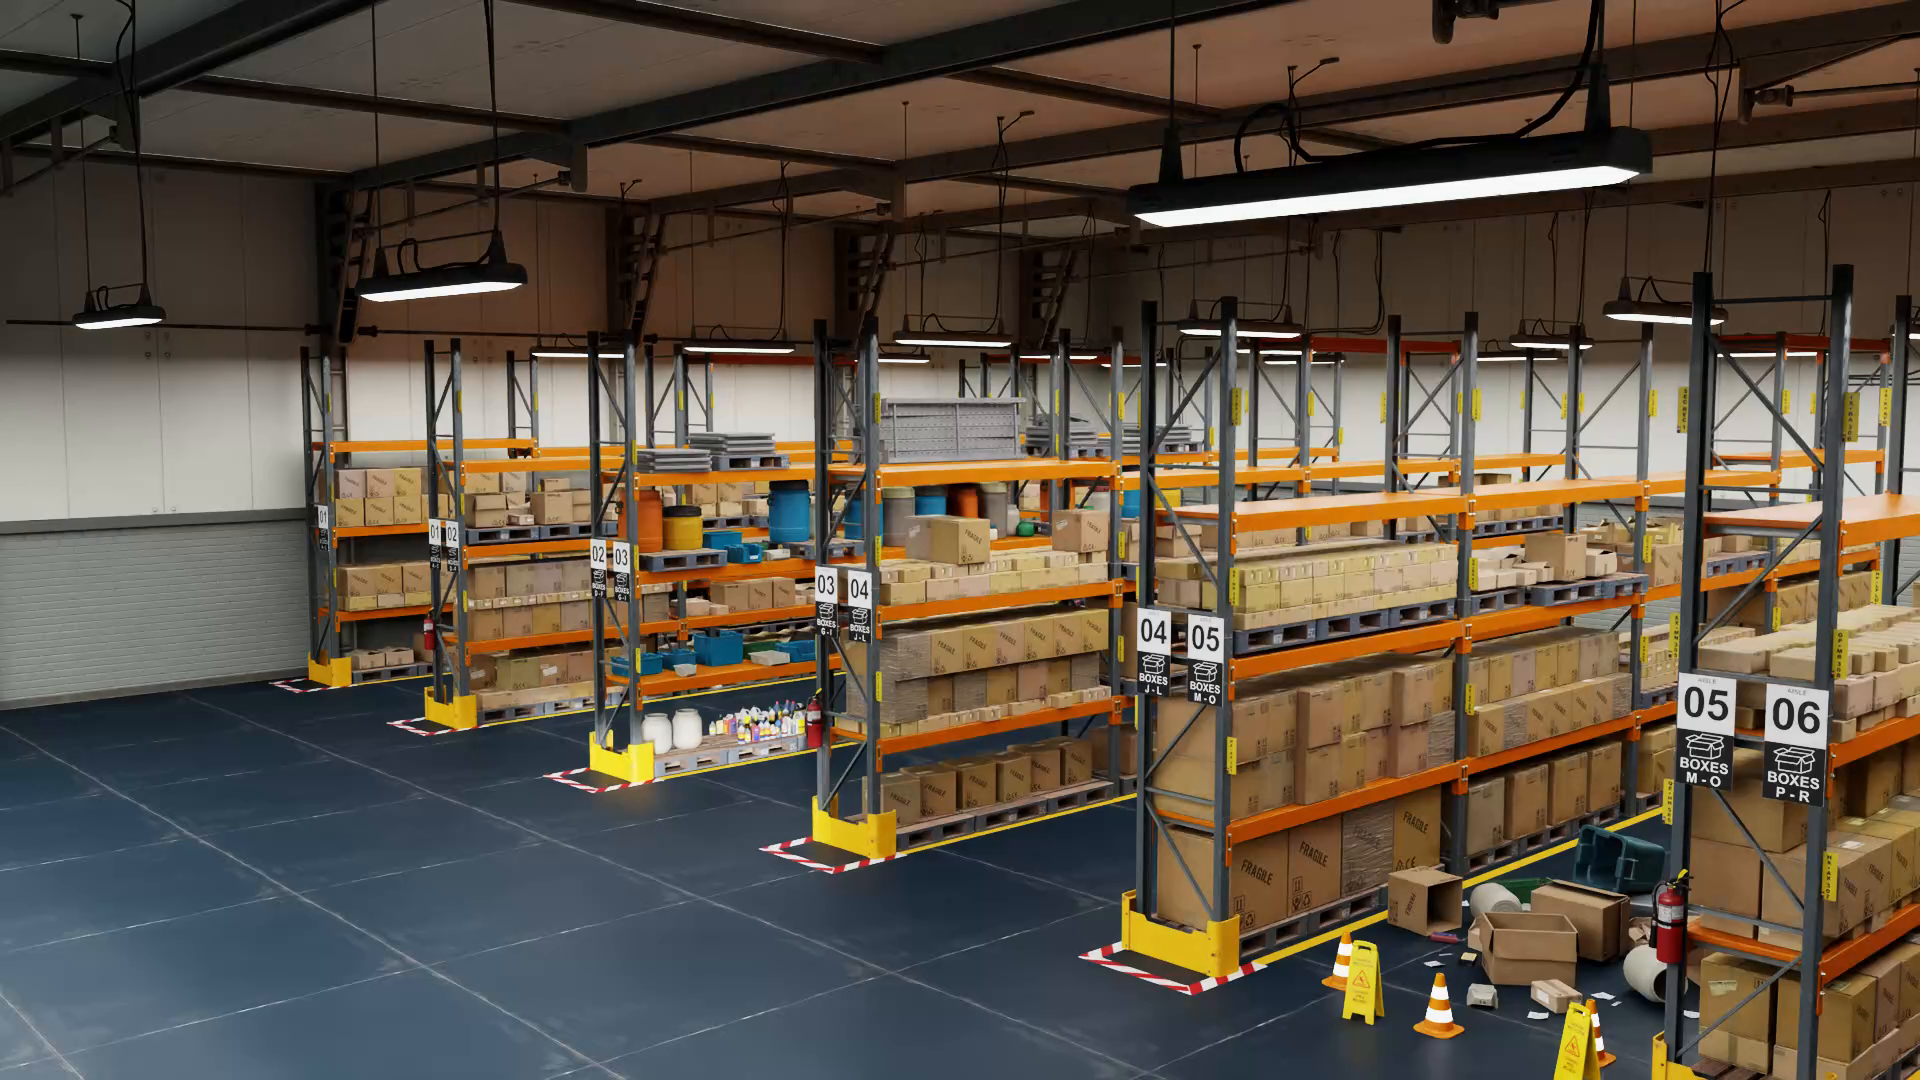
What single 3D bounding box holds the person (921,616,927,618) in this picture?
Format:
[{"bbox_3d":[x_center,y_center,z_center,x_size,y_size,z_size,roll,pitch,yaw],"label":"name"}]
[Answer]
[{"bbox_3d":[-0.488,1.854,28.391,0.747,1.724,0.596,-5,7,-42],"label":"person"}]
